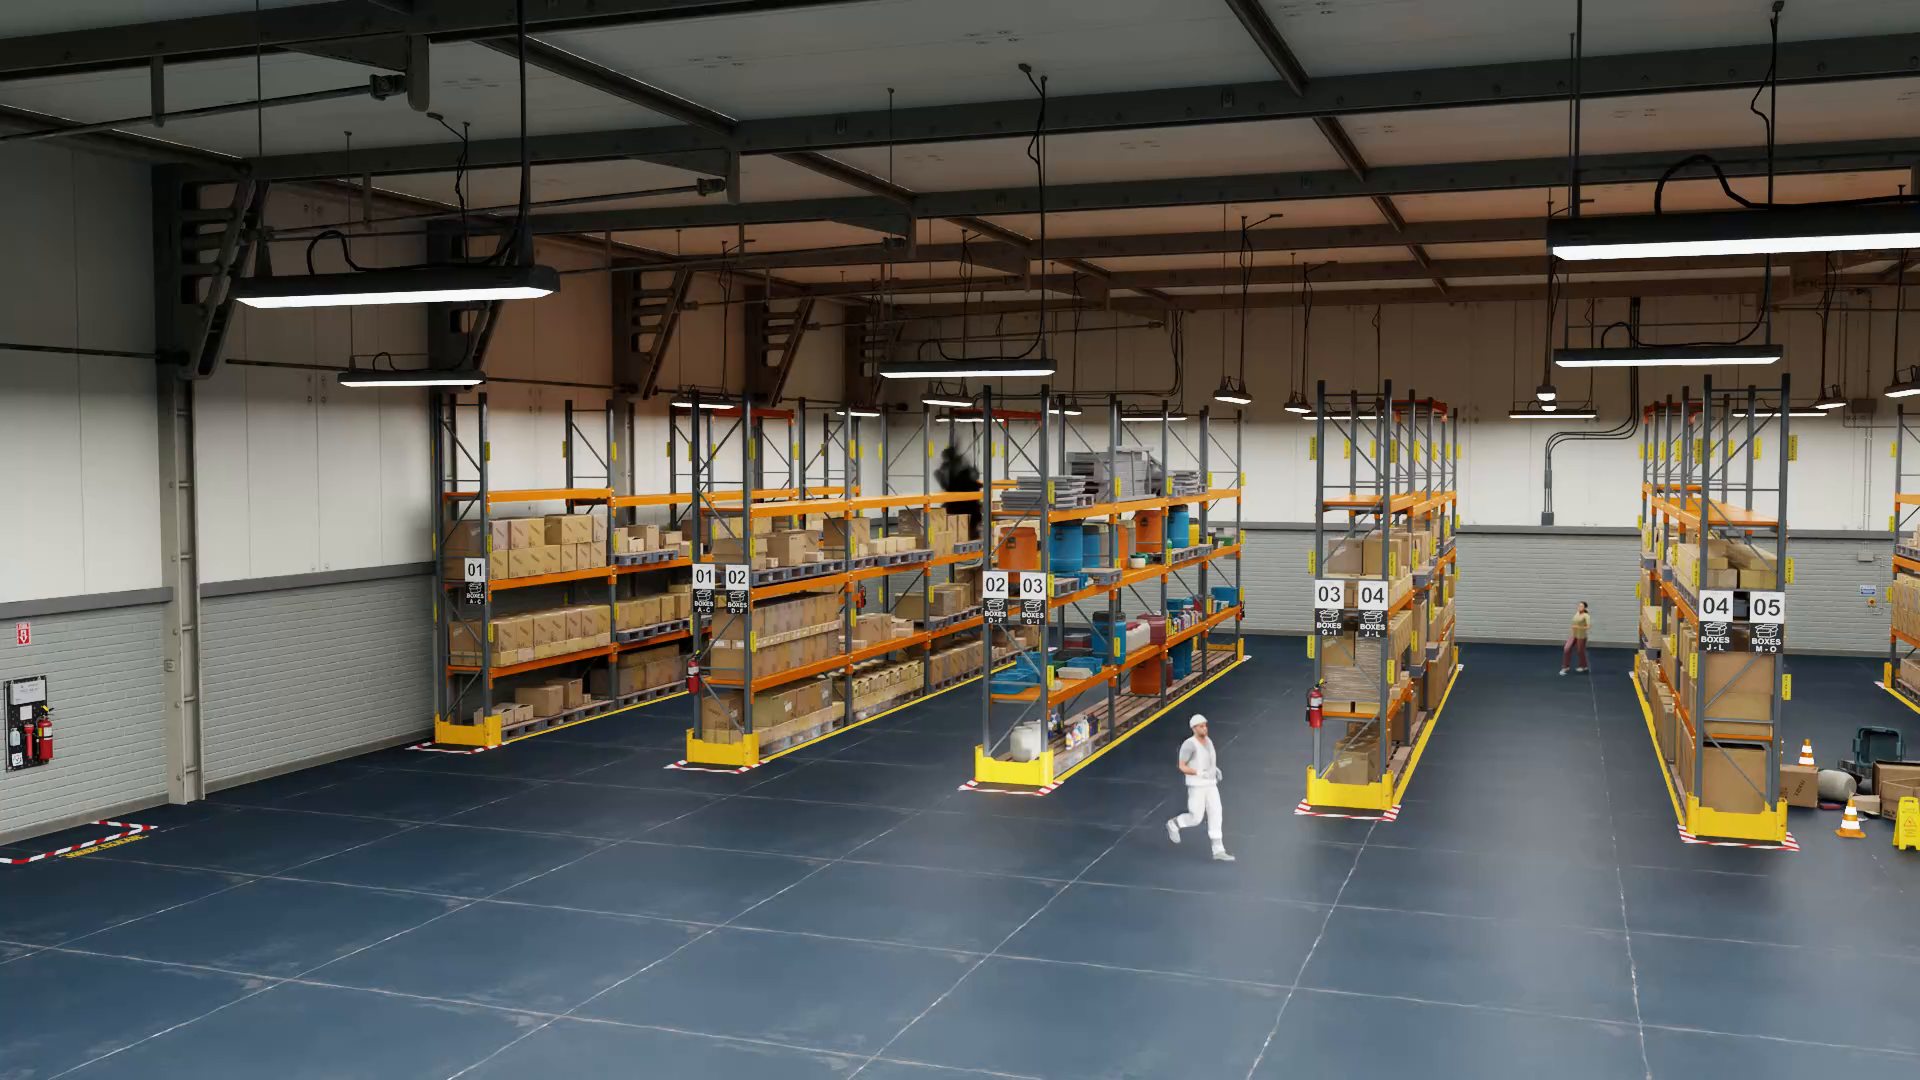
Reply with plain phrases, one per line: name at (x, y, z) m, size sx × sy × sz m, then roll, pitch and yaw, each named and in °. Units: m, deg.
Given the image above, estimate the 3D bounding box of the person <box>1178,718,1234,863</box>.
person at (3.053, 3.057, 20.367) m, size 0.670 × 1.749 × 0.773 m, roll -3°, pitch 4°, yaw -40°

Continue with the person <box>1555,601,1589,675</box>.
person at (13.811, 2.189, 37.161) m, size 0.935 × 1.656 × 0.590 m, roll -2°, pitch 4°, yaw -31°
